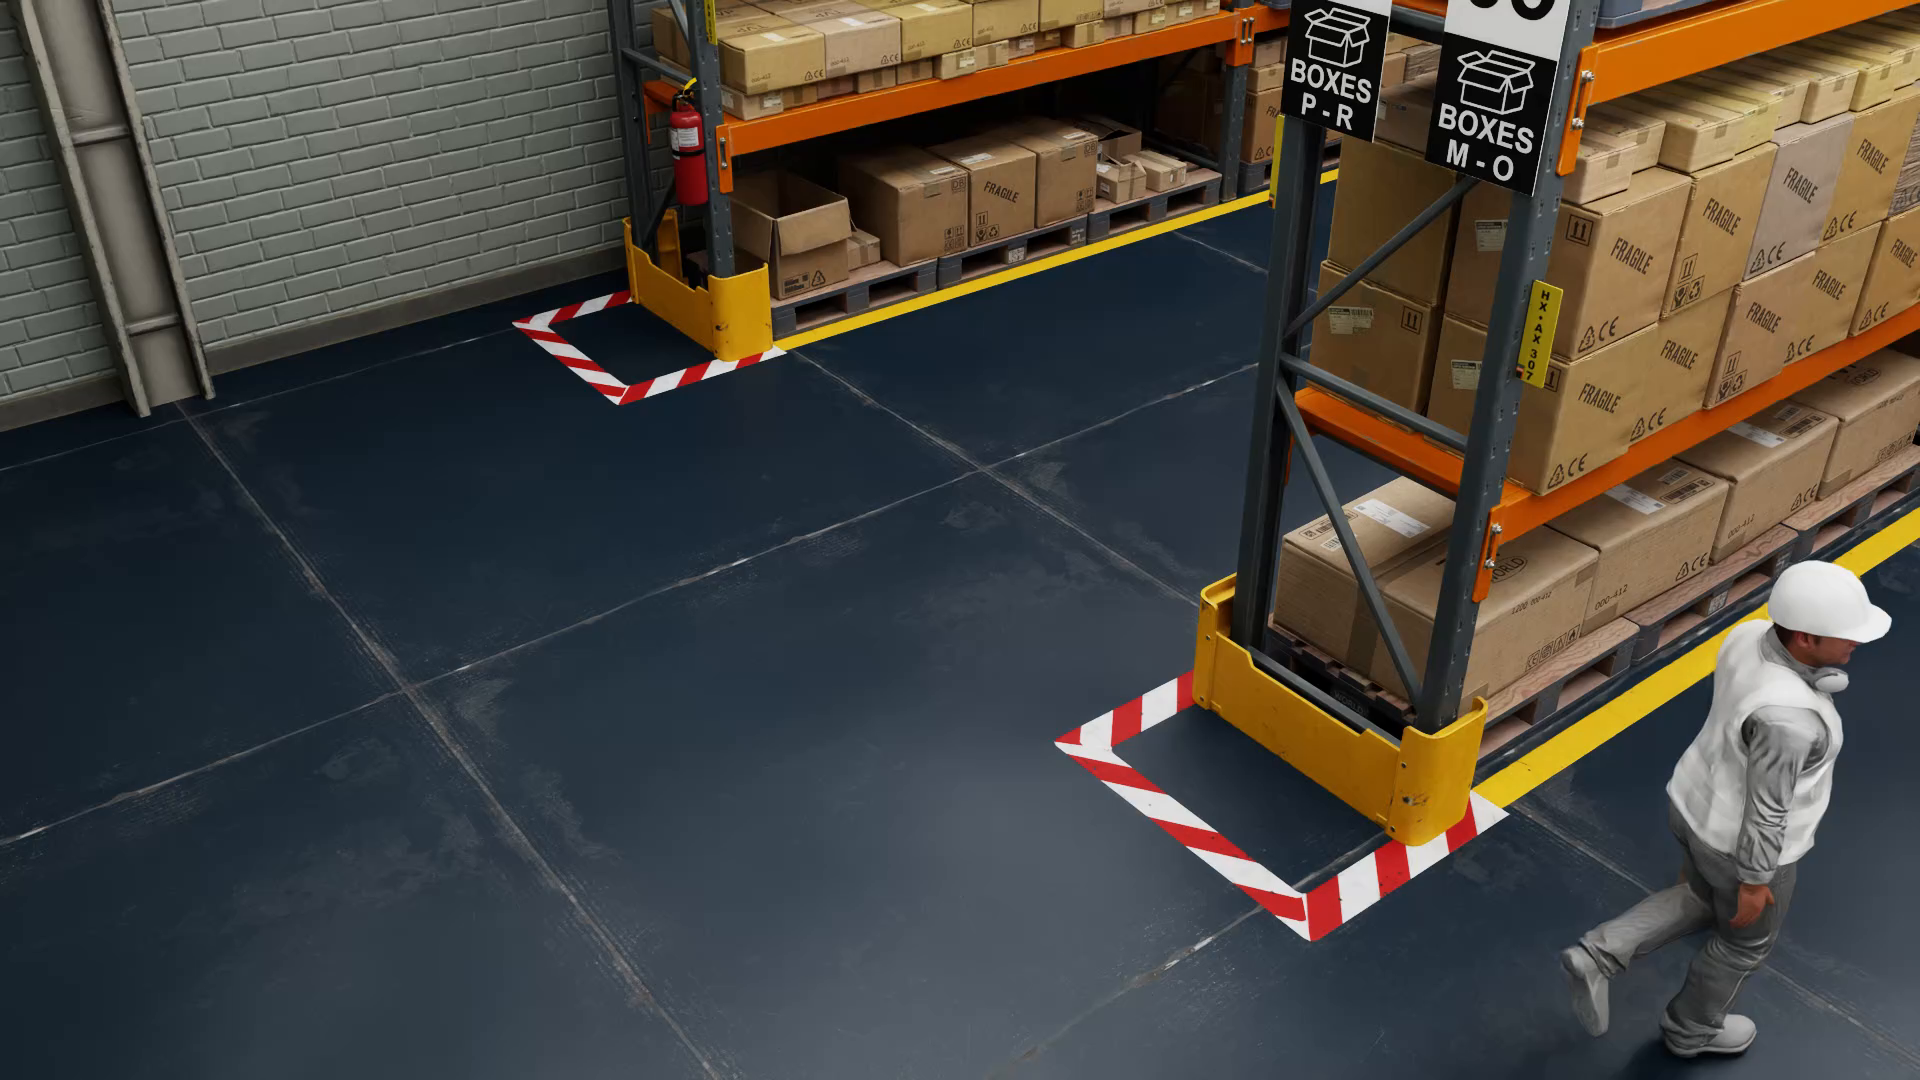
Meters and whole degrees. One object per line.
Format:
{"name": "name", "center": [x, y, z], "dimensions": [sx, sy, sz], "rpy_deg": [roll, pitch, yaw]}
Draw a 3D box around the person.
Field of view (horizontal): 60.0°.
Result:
{"name": "person", "center": [2.180, 0.807, 4.802], "dimensions": [0.641, 1.754, 0.561], "rpy_deg": [0, 32, 0]}
